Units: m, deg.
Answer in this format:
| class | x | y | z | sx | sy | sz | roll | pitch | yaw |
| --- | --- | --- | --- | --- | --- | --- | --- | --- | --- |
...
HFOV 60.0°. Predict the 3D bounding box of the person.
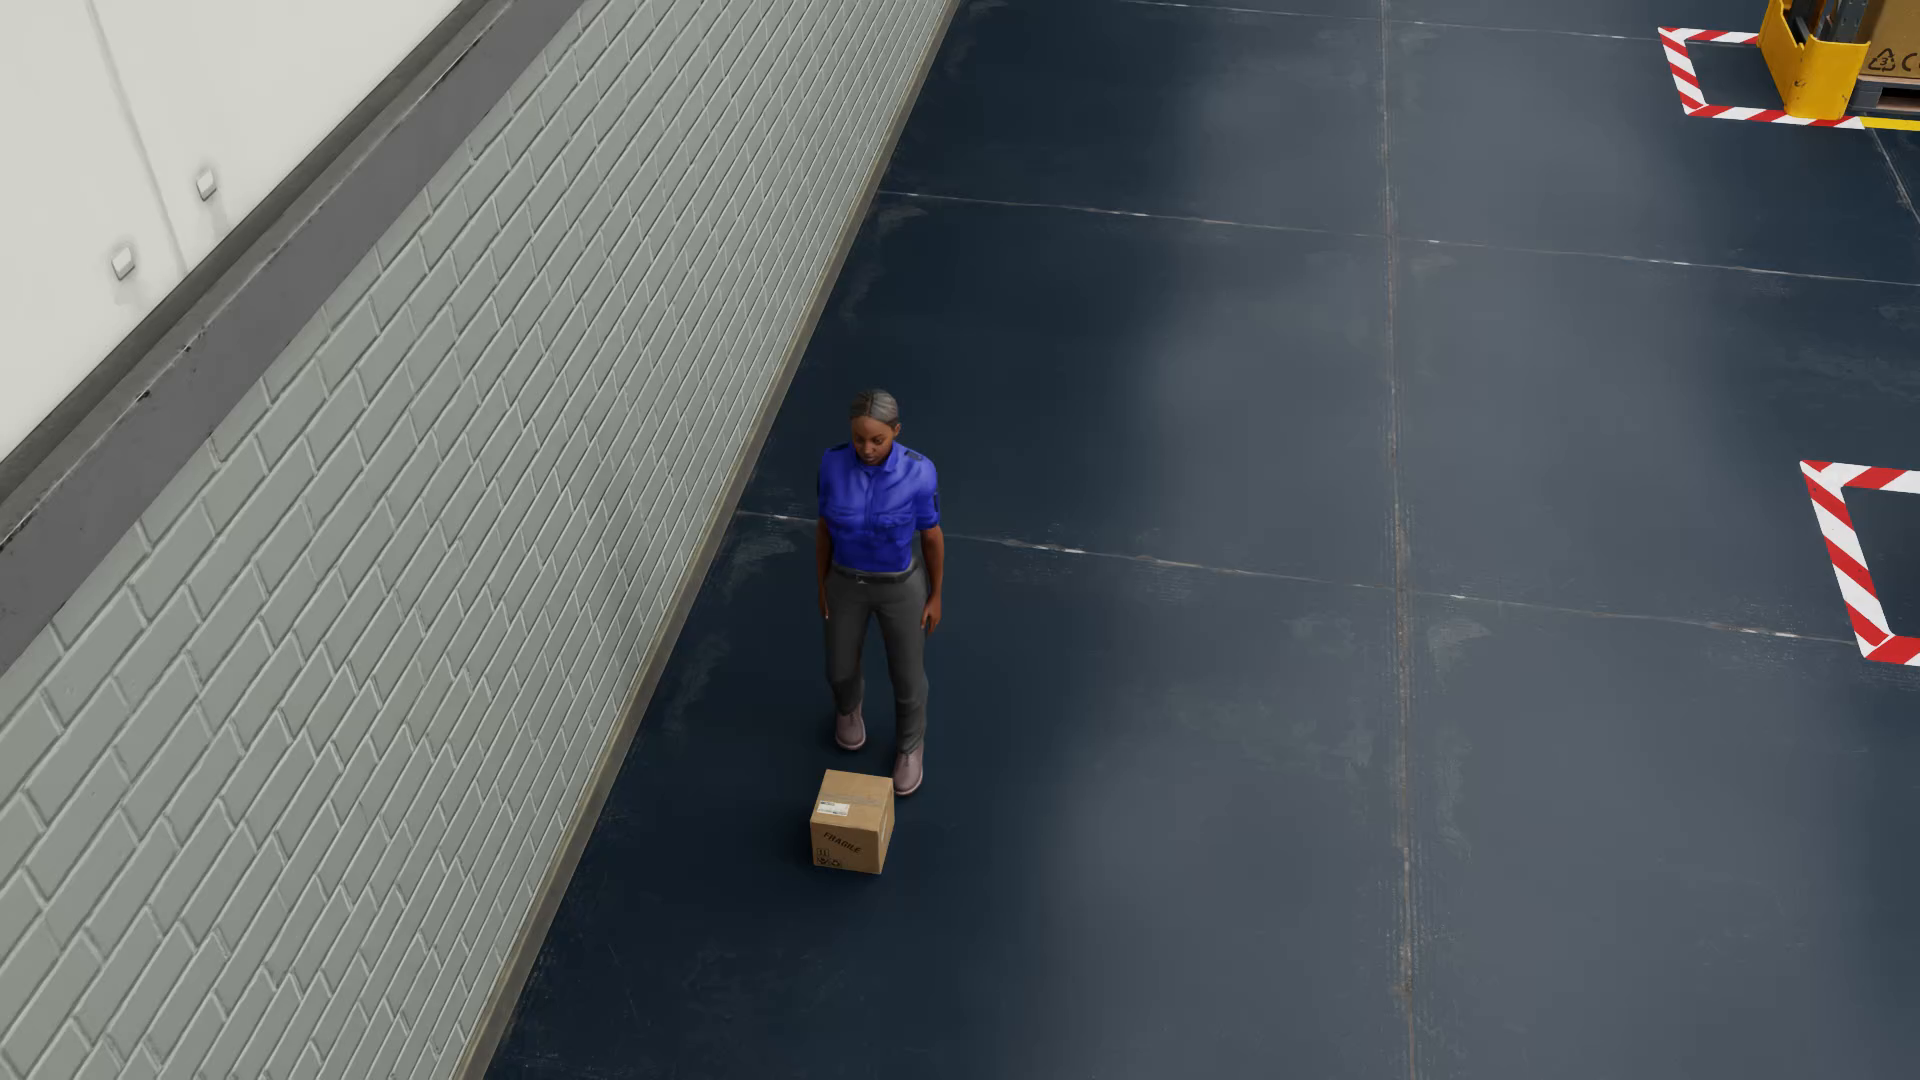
| class | x | y | z | sx | sy | sz | roll | pitch | yaw |
| --- | --- | --- | --- | --- | --- | --- | --- | --- | --- |
| person | -0.292 | 0.187 | 5.942 | 0.462 | 1.667 | 0.460 | 7 | 41 | 8 |
